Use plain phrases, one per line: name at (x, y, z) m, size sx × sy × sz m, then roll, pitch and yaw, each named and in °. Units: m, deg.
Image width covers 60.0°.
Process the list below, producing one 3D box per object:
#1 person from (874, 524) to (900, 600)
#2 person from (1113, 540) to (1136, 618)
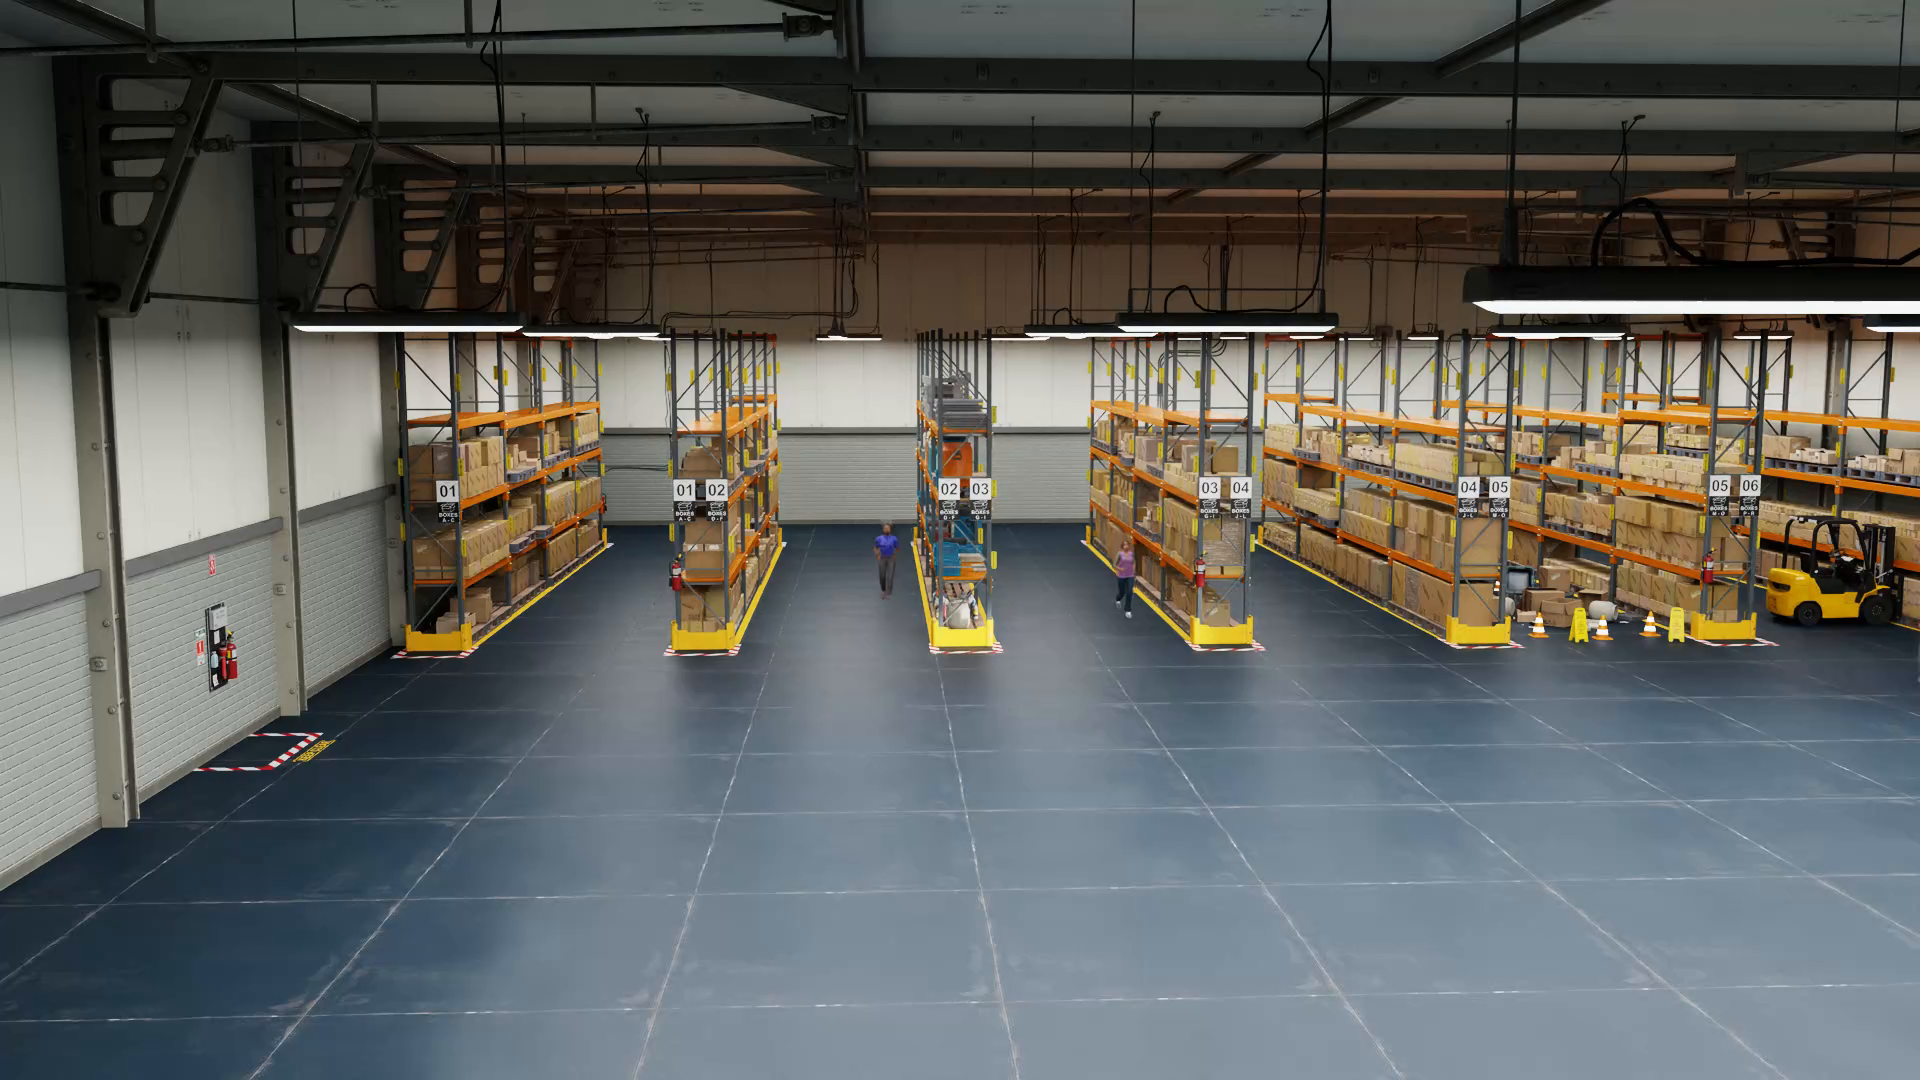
person at (-1.547, 0.475, 35.329) m, size 0.571 × 1.633 × 0.537 m, roll 0°, pitch 7°, yaw -3°
person at (3.428, 0.783, 34.536) m, size 0.539 × 1.587 × 0.831 m, roll -1°, pitch 7°, yaw -11°
